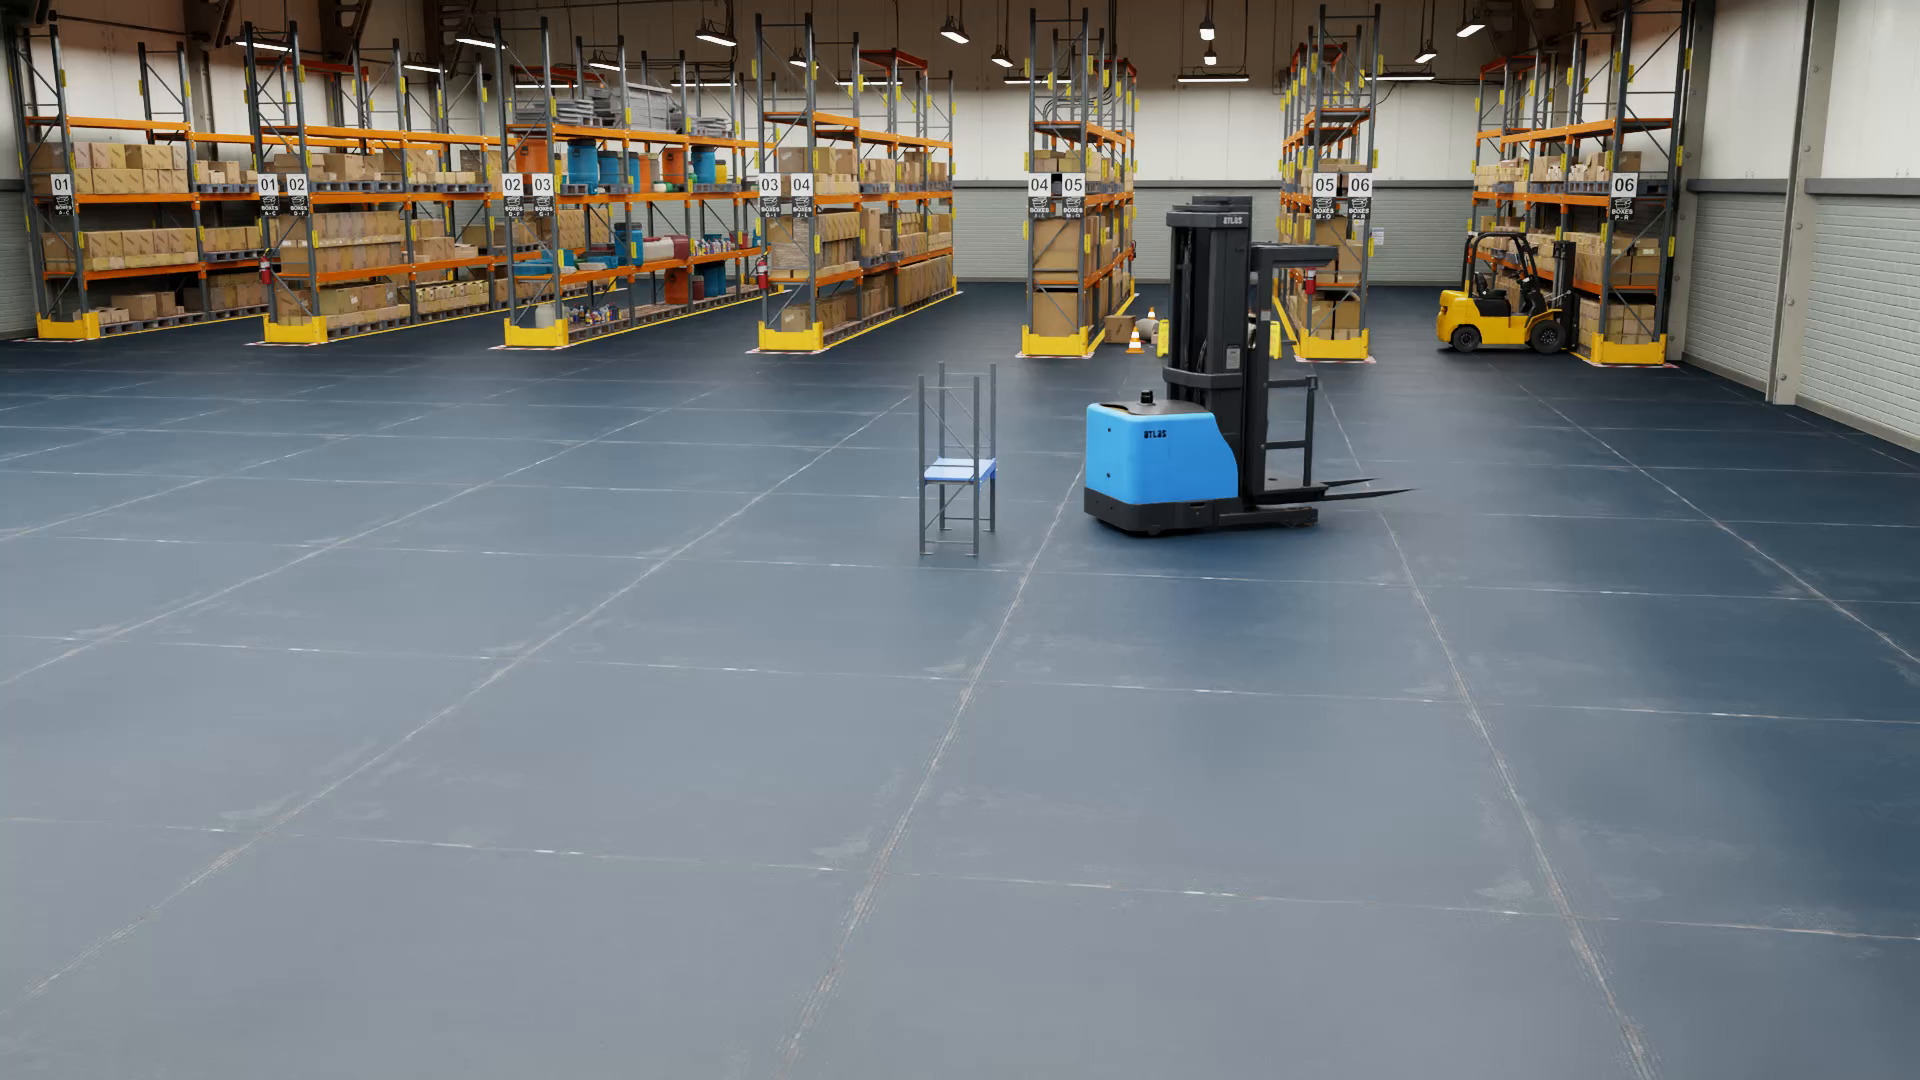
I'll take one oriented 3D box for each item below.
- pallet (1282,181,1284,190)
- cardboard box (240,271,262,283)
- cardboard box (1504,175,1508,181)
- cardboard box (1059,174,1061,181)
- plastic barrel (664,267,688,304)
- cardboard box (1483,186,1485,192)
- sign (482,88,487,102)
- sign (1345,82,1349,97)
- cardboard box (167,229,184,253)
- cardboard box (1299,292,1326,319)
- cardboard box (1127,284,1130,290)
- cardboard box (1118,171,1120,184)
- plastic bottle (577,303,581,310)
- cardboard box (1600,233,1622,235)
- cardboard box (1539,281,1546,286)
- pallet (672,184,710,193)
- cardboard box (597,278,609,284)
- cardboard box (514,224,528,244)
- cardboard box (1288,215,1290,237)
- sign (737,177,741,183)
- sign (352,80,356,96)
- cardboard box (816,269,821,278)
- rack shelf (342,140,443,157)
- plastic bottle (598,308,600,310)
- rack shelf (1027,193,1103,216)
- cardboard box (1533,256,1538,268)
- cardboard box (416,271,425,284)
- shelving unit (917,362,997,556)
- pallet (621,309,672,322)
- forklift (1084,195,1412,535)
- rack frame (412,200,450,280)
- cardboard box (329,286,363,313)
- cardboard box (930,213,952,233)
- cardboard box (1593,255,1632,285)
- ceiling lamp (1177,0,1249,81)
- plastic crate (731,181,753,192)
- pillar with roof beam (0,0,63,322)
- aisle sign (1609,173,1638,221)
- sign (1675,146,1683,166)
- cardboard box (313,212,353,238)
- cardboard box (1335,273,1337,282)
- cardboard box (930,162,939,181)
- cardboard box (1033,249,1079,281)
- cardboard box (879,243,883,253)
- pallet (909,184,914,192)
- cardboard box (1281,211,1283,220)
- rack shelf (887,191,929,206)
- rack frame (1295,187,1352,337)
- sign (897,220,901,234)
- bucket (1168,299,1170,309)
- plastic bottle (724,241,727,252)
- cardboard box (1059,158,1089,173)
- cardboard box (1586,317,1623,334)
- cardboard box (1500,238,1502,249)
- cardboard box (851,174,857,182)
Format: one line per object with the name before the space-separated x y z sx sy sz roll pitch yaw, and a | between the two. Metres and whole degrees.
pallet | 8.985 -9.301 43.621 1.003 0.211 1.213 2 12 9
cardboard box | -16.825 -6.261 39.536 0.500 0.250 0.500 2 12 10
cardboard box | 12.738 -8.323 38.235 0.380 0.149 0.250 2 12 10
cardboard box | 1.711 -6.890 31.587 0.380 0.149 0.250 2 12 9
plastic barrel | -6.769 -6.096 39.812 0.600 0.830 0.708 2 12 9
cardboard box | 13.384 -8.841 41.874 0.380 0.149 0.250 2 12 9
sign | -11.172 -10.459 39.074 0.100 0.325 0.005 2 12 9
sign | 8.396 -9.780 36.107 0.100 0.325 0.005 2 12 9
cardboard box | -17.070 -6.428 35.727 0.500 0.500 0.500 2 12 8
cardboard box | 6.815 -4.536 32.173 0.500 0.500 0.500 2 12 11
cardboard box | 4.368 -6.810 44.745 0.380 0.149 0.250 2 12 10
cardboard box | 3.445 -8.341 38.717 0.500 0.500 0.500 2 12 9
plastic bottle | -7.977 -4.782 34.804 0.144 0.351 0.185 2 12 10
cardboard box | 12.291 -5.703 31.354 0.380 0.149 0.250 2 12 8
cardboard box | 13.179 -5.715 37.288 0.380 0.149 0.250 2 12 9
pallet | -6.613 -8.379 39.581 1.003 0.211 1.213 2 12 9
cardboard box | -10.331 -7.547 47.283 0.500 0.500 0.500 2 12 9
cardboard box | -11.317 -7.727 41.994 0.700 0.500 0.500 -1 12 -6
cardboard box | 7.834 -7.231 38.316 0.500 0.500 0.500 2 12 9
sign | -5.669 -9.134 42.615 0.100 0.325 0.005 2 12 9
sign | -12.874 -9.620 35.368 0.100 0.325 0.005 2 12 9
cardboard box | -2.827 -5.003 31.185 0.380 0.149 0.250 2 12 9
rack shelf | -15.694 -10.804 45.924 1.077 0.370 4.000 2 12 9
plastic bottle | -7.441 -4.651 34.357 0.061 0.283 0.133 2 12 9
rack shelf | 2.029 -6.372 31.529 1.077 0.370 4.000 2 12 9
cardboard box | 12.300 -5.837 34.816 0.500 0.250 0.500 1 12 7
cardboard box | -15.549 -7.461 46.928 0.700 0.500 0.500 1 12 7
shelving unit | -0.013 -0.715 14.253 0.538 1.500 1.048 2 12 9
pallet | -7.175 -5.072 37.529 1.003 0.211 1.213 2 12 9
forklift | 2.717 -1.645 15.168 3.031 2.935 1.130 -4 13 -20
rack frame | -15.386 -8.835 48.369 1.000 3.000 0.127 2 12 9
cardboard box | -12.510 -4.885 33.793 0.500 0.500 0.500 2 12 9
cardboard box | -0.518 -8.682 45.531 0.500 0.500 0.500 2 12 9
cardboard box | 11.350 -4.702 28.952 0.500 0.500 0.500 2 12 7
ceiling lamp | 7.106 -14.456 46.356 2.000 3.185 0.800 2 12 9
plastic crate | -5.750 -9.334 43.873 0.497 0.269 0.590 2 12 9
pillar with roof beam | -14.340 -8.471 32.442 9.100 9.000 0.548 2 12 9
aisle sign | 11.233 -5.808 28.155 0.394 0.787 0.004 2 12 9
sign | 12.081 -6.455 27.942 0.100 0.325 0.005 2 12 9
cardboard box | -12.707 -6.350 33.522 0.700 0.500 0.500 2 12 9
cardboard box | 6.910 -4.696 29.760 0.380 0.149 0.250 2 12 9
cardboard box | -0.949 -9.671 43.658 0.700 0.500 0.500 2 12 11
cardboard box | 1.734 -4.993 30.187 0.875 0.550 0.550 2 12 9
cardboard box | -1.923 -6.472 36.727 0.396 0.266 0.258 2 12 7
pallet | -1.718 -8.431 39.822 1.003 0.211 1.213 2 12 11
cardboard box | 8.590 -8.264 43.110 0.500 0.500 0.500 2 12 8
rack shelf | -1.626 -8.219 40.100 1.077 0.370 4.000 2 12 9
rack frame | 7.244 -5.534 33.054 1.000 3.000 0.127 2 12 9
sign | -1.396 -7.200 38.222 0.100 0.325 0.005 2 12 9
bucket | 4.594 -4.714 33.408 0.726 0.611 0.620 7 4 28
plastic bottle | -6.010 -7.452 42.247 0.152 0.276 0.135 2 12 9
cardboard box | 2.050 -6.726 29.878 0.500 0.250 0.500 2 12 9
cardboard box | 11.300 -3.759 29.158 0.500 0.250 0.500 2 12 8
cardboard box | 12.786 -6.903 38.725 0.396 0.266 0.258 2 12 11
cardboard box | -2.313 -7.366 33.845 0.380 0.149 0.250 2 12 10
